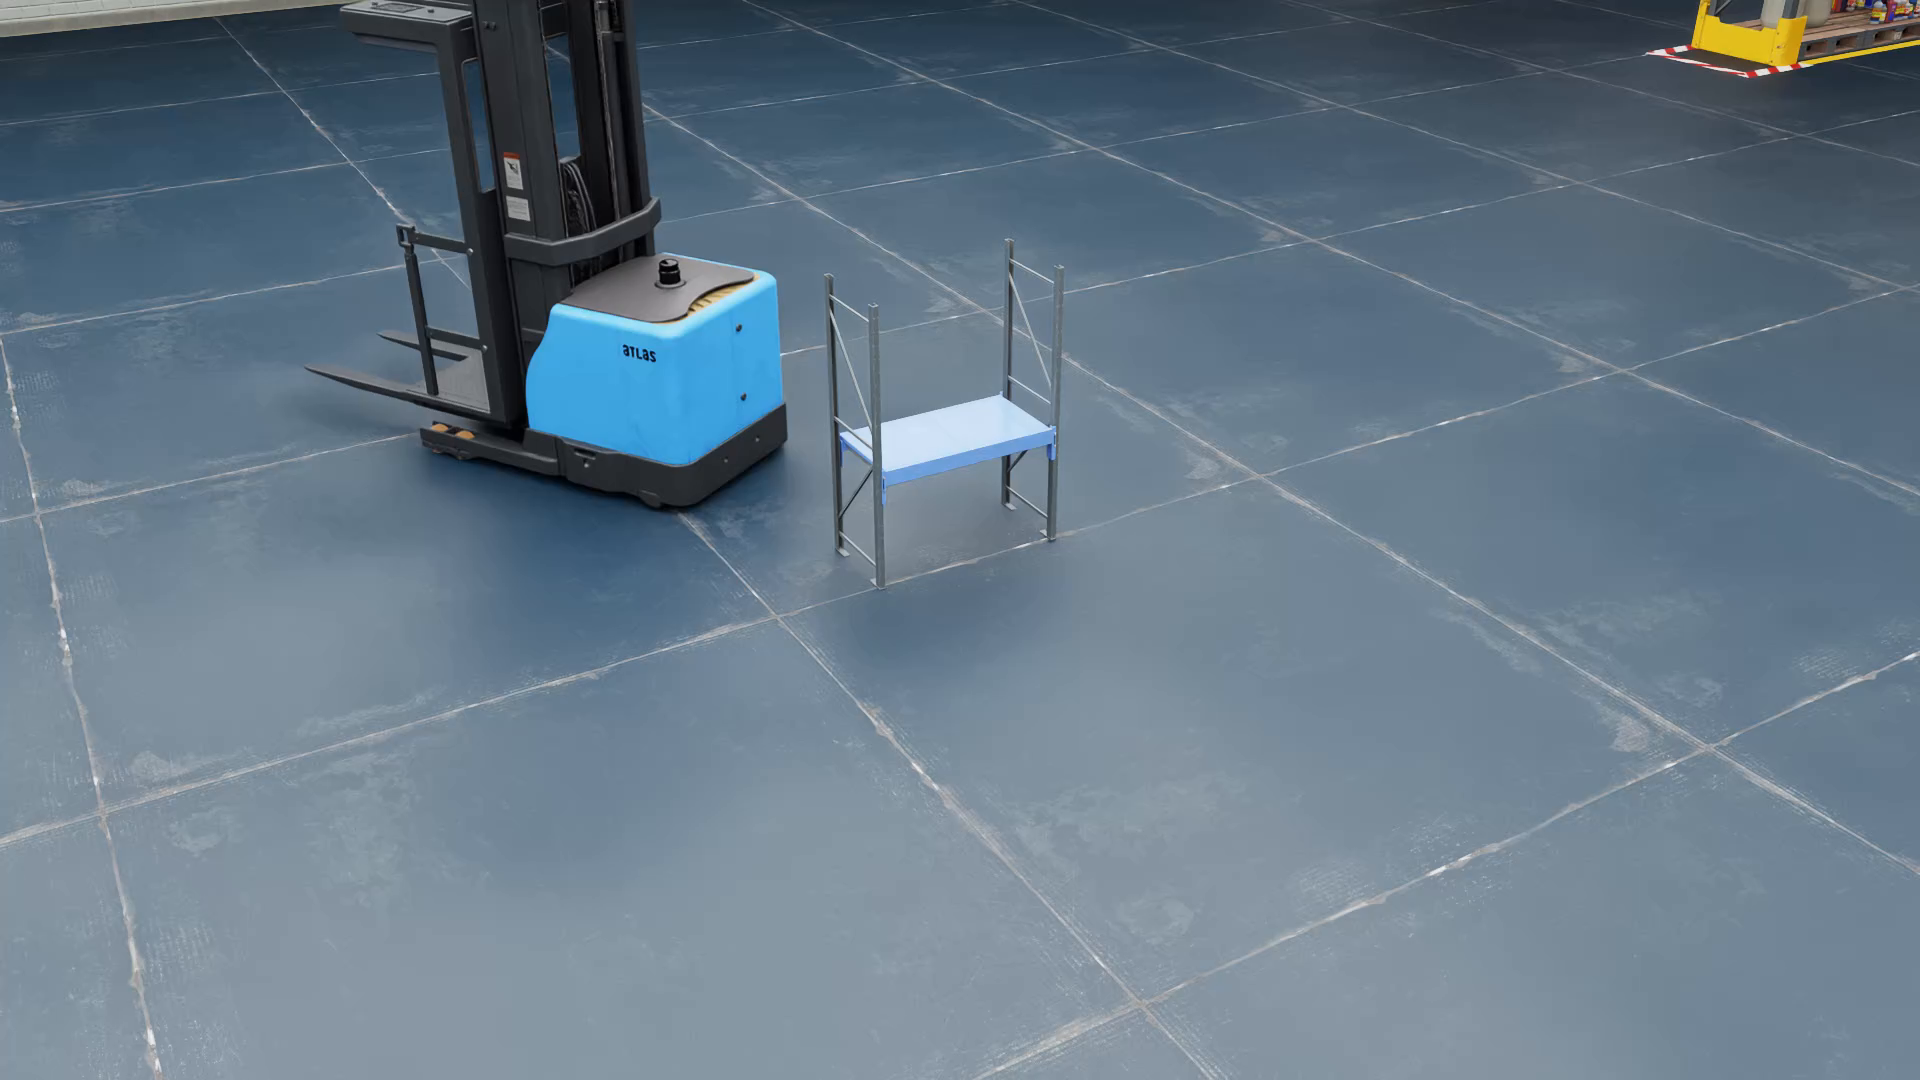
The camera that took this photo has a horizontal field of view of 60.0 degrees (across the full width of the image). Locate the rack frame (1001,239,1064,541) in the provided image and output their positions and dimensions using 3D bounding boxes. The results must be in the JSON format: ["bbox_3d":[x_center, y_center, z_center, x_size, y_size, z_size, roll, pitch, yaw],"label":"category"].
[{"bbox_3d":[0.365,-0.760,8.575,0.032,1.500,0.500,-16,33,-26],"label":"rack frame"}]

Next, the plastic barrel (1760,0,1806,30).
[{"bbox_3d":[9.227,-5.982,18.625,0.421,0.512,0.421,0,29,0],"label":"plastic barrel"}]

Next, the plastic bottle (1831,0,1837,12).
[{"bbox_3d":[10.291,-6.377,19.565,0.135,0.276,0.152,-16,33,-26],"label":"plastic bottle"}]

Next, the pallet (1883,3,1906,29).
[{"bbox_3d":[11.547,-6.306,19.958,1.213,0.211,1.003,-16,33,-26],"label":"pallet"}]

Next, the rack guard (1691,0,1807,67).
[{"bbox_3d":[8.740,-5.638,18.449,0.348,0.500,1.175,-16,33,-26],"label":"rack guard"}]

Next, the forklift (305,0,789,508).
[{"bbox_3d":[-2.538,-1.950,9.250,3.031,2.935,1.130,15,32,24],"label":"forklift"}]

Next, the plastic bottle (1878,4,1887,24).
[{"bbox_3d":[10.509,-6.001,18.961,0.097,0.201,0.097,0,29,0],"label":"plastic bottle"}]

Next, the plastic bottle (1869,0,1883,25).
[{"bbox_3d":[10.419,-6.007,18.898,0.097,0.271,0.097,0,29,0],"label":"plastic bottle"}]

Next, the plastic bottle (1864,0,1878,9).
[{"bbox_3d":[10.808,-6.443,19.684,0.135,0.276,0.152,-16,33,-26],"label":"plastic bottle"}]

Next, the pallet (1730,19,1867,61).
[{"bbox_3d":[9.443,-5.709,18.876,1.213,0.211,1.003,-16,33,-26],"label":"pallet"}]

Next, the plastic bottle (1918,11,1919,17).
[{"bbox_3d":[11.152,-6.232,19.302,0.135,0.276,0.152,-15,32,-25],"label":"plastic bottle"}]

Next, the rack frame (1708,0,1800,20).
[{"bbox_3d":[8.698,-6.695,17.776,0.127,3.000,1.000,-16,33,-26],"label":"rack frame"}]

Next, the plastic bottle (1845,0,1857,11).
[{"bbox_3d":[10.490,-6.331,19.558,0.097,0.201,0.097,0,29,0],"label":"plastic bottle"}]

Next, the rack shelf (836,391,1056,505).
[{"bbox_3d":[-0.074,-0.478,8.437,1.000,0.185,0.538,-16,33,-26],"label":"rack shelf"}]

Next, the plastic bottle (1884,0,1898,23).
[{"bbox_3d":[10.624,-6.060,18.982,0.133,0.283,0.061,-15,32,-26],"label":"plastic bottle"}]

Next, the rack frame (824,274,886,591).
[{"bbox_3d":[-0.512,-0.511,8.124,0.032,1.500,0.500,-16,33,-26],"label":"rack frame"}]

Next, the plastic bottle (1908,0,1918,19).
[{"bbox_3d":[10.976,-6.165,19.184,0.097,0.271,0.097,0,29,0],"label":"plastic bottle"}]

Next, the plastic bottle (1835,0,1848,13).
[{"bbox_3d":[10.345,-6.336,19.483,0.133,0.283,0.061,-16,33,-26],"label":"plastic bottle"}]

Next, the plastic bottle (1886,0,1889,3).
[{"bbox_3d":[11.177,-6.561,19.903,0.097,0.271,0.097,0,29,0],"label":"plastic bottle"}]

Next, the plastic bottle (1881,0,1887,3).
[{"bbox_3d":[11.078,-6.636,19.956,0.185,0.351,0.144,-17,33,-28],"label":"plastic bottle"}]

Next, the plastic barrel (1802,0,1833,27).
[{"bbox_3d":[9.659,-6.105,18.848,0.421,0.512,0.421,0,29,0],"label":"plastic barrel"}]

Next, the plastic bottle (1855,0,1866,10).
[{"bbox_3d":[10.650,-6.381,19.649,0.097,0.201,0.097,0,29,0],"label":"plastic bottle"}]

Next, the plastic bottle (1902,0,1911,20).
[{"bbox_3d":[10.887,-6.109,19.155,0.097,0.201,0.097,0,29,0],"label":"plastic bottle"}]

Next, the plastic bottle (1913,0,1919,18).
[{"bbox_3d":[11.064,-6.159,19.247,0.097,0.201,0.097,0,29,0],"label":"plastic bottle"}]

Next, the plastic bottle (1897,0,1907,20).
[{"bbox_3d":[10.801,-6.115,19.095,0.097,0.271,0.097,0,29,0],"label":"plastic bottle"}]

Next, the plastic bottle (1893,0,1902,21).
[{"bbox_3d":[10.715,-6.091,19.050,0.097,0.271,0.097,0,29,0],"label":"plastic bottle"}]

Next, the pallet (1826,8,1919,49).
[{"bbox_3d":[10.494,-6.005,19.413,1.213,0.211,1.003,-16,33,-26],"label":"pallet"}]

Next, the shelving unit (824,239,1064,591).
[{"bbox_3d":[-0.074,-0.636,8.350,1.048,1.500,0.538,-16,33,-26],"label":"shelving unit"}]
